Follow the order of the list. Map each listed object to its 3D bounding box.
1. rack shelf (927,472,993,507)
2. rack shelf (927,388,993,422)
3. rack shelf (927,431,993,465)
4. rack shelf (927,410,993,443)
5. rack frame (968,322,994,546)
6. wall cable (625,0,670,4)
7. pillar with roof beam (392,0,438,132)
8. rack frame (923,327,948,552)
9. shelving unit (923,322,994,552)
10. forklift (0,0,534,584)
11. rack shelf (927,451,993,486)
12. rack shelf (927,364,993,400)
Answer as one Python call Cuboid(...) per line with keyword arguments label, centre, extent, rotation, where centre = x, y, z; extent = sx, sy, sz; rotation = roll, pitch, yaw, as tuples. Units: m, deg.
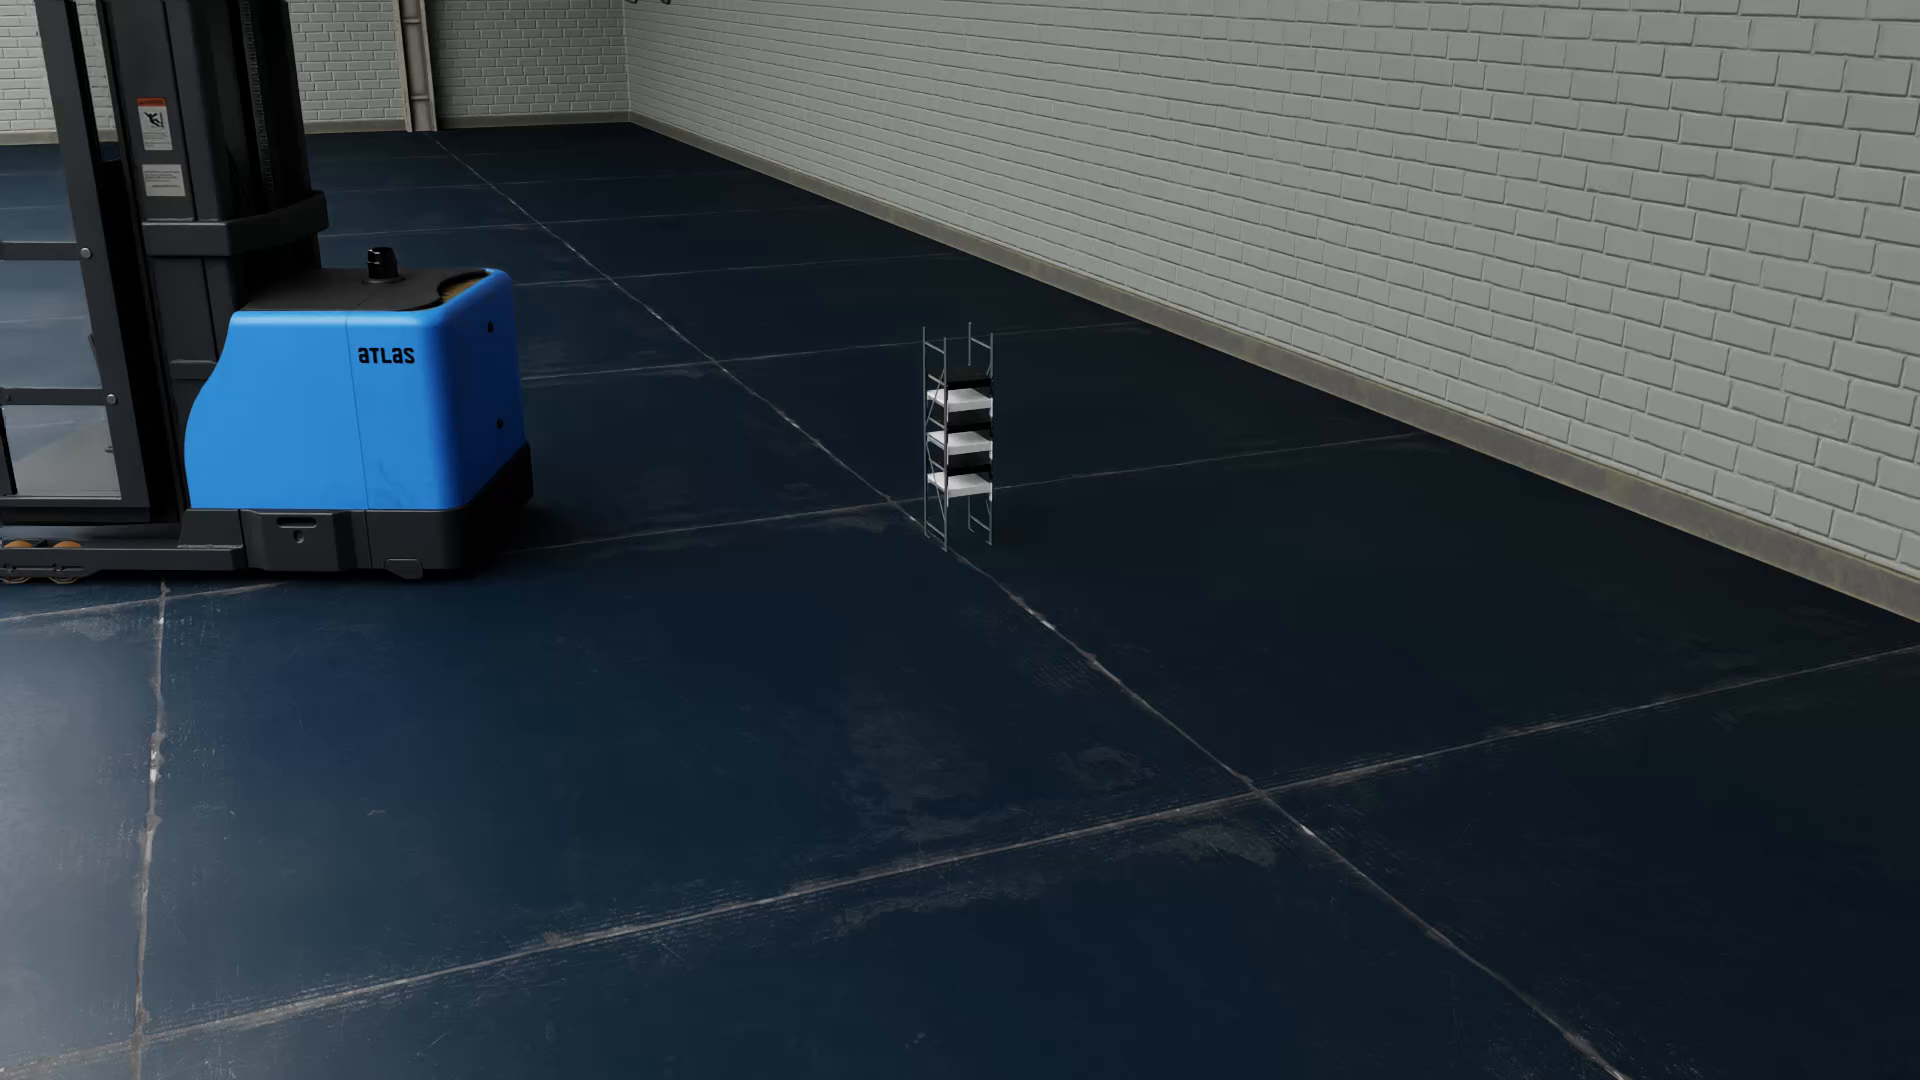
Cuboid(label="rack shelf", centre=(-0.007, -0.222, 6.940), extent=(0.200, 0.077, 0.258), rotation=(-8, 21, -22))
Cuboid(label="rack shelf", centre=(-0.007, -0.562, 6.821), extent=(0.200, 0.077, 0.258), rotation=(-8, 21, -22))
Cuboid(label="rack shelf", centre=(-0.007, -0.392, 6.881), extent=(0.200, 0.077, 0.258), rotation=(-8, 21, -22))
Cuboid(label="rack shelf", centre=(-0.007, -0.477, 6.851), extent=(0.200, 0.077, 0.258), rotation=(-8, 21, -22))
Cuboid(label="rack frame", centre=(0.086, -0.437, 6.908), extent=(0.006, 0.900, 0.240), rotation=(-8, 21, -22))
Cuboid(label="wall cable", centre=(-4.334, -8.520, 22.346), extent=(0.112, 2.526, 3.097), rotation=(-8, 21, -22))
Cuboid(label="pillar with roof beam", centre=(-5.858, -8.688, 18.147), extent=(0.400, 9.000, 9.100), rotation=(-8, 21, -22))
Cuboid(label="rack frame", centre=(-0.101, -0.410, 6.832), extent=(0.006, 0.900, 0.240), rotation=(-8, 21, -22))
Cuboid(label="shelving unit", centre=(-0.007, -0.423, 6.870), extent=(0.210, 0.900, 0.258), rotation=(-8, 21, -22))
Cuboid(label="forklift", centre=(-3.414, -1.384, 6.539), extent=(3.031, 2.935, 1.130), rotation=(0, 19, 1))
Cuboid(label="rack shelf", centre=(-0.007, -0.307, 6.911), extent=(0.200, 0.077, 0.258), rotation=(-8, 21, -22))
Cuboid(label="rack shelf", centre=(-0.007, -0.647, 6.791), extent=(0.200, 0.077, 0.258), rotation=(-8, 21, -22))
